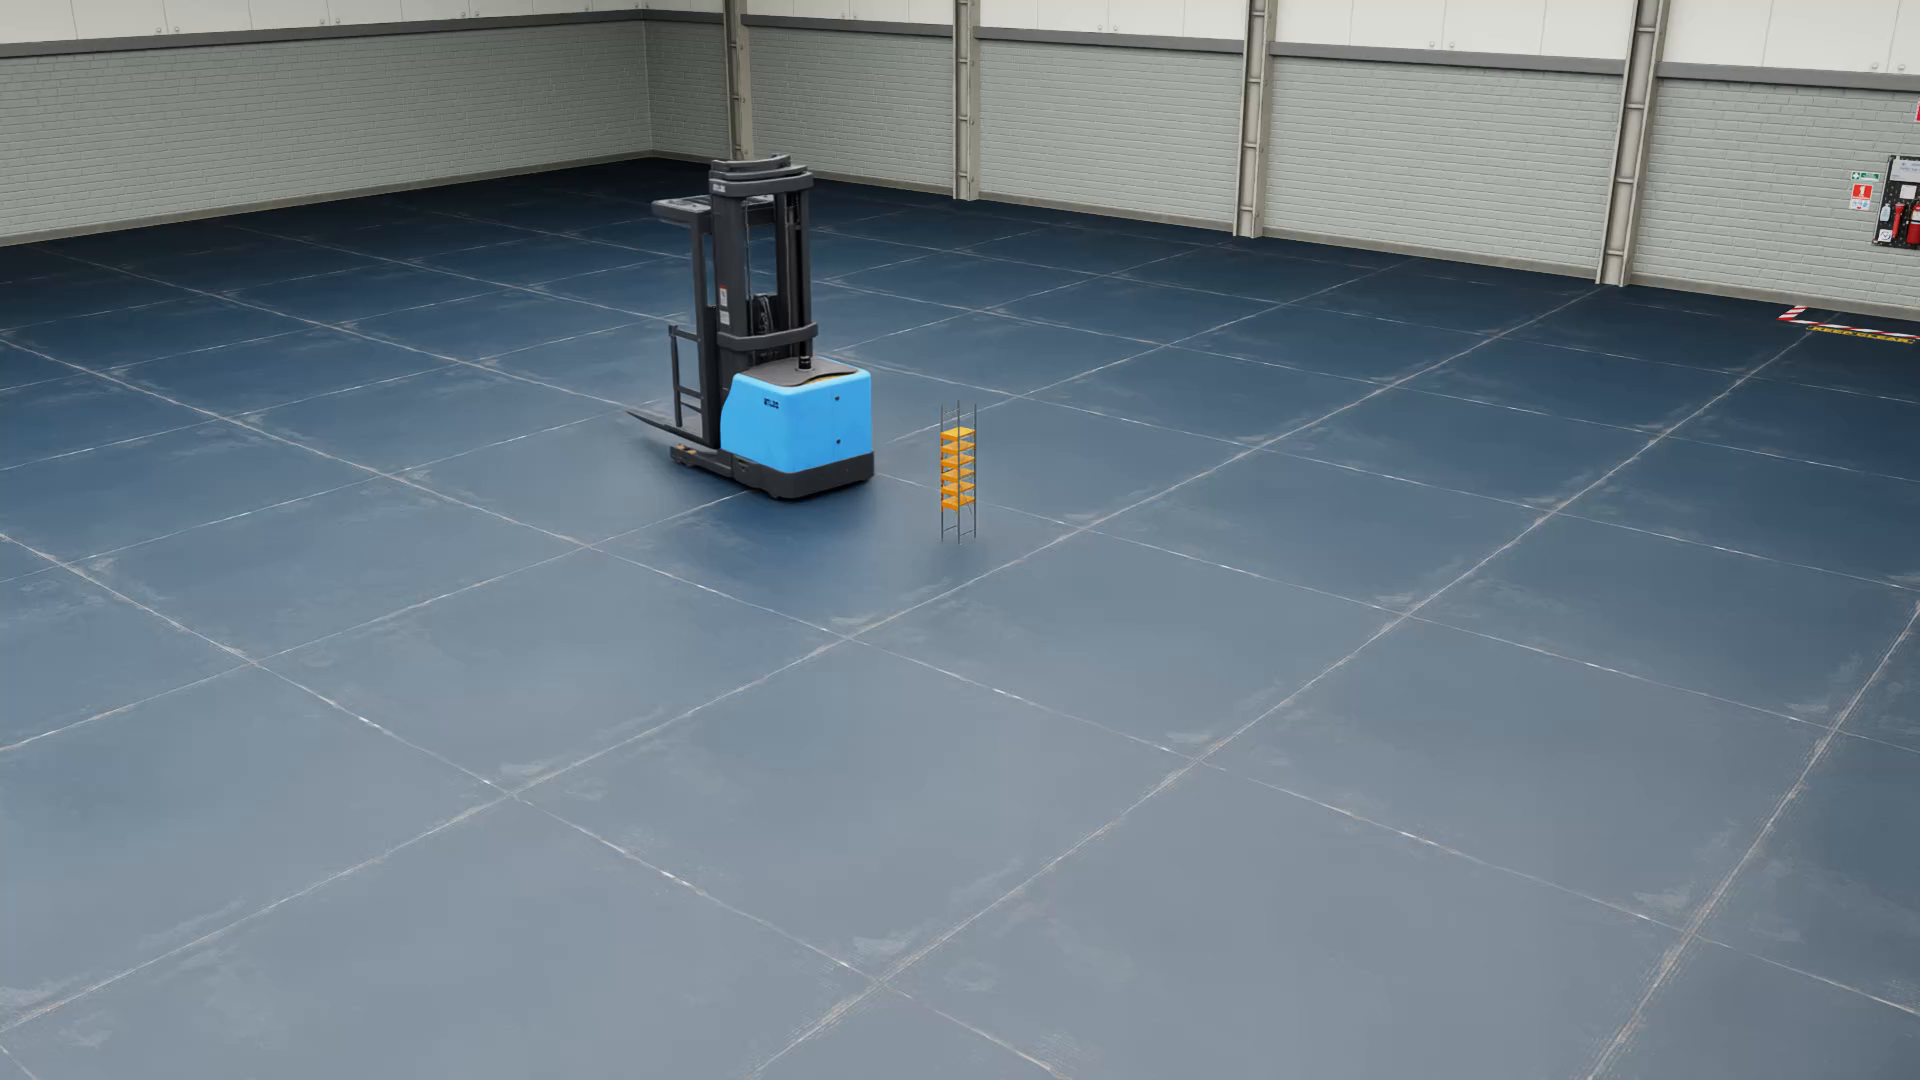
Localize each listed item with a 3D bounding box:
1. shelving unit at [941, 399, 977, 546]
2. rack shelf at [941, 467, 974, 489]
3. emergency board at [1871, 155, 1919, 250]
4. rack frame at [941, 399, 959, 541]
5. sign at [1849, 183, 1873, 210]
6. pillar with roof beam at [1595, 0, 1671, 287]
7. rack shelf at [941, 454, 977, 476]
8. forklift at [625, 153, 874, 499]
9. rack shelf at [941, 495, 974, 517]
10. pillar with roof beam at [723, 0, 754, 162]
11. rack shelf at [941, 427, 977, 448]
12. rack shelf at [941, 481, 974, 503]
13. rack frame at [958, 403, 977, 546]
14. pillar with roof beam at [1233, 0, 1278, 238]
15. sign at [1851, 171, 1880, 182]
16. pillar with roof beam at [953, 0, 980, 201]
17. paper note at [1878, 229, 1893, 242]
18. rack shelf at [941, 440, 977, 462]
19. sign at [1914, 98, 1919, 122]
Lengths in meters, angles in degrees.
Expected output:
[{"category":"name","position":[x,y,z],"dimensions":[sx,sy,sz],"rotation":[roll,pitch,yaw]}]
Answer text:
[{"category":"shelving unit","position":[-0.011,-0.565,13.967],"dimensions":[0.189,1.200,0.258],"rotation":[16,26,36]},{"category":"rack shelf","position":[-0.011,-0.523,13.983],"dimensions":[0.180,0.103,0.258],"rotation":[16,26,36]},{"category":"emergency board","position":[12.173,-4.328,21.395],"dimensions":[0.643,1.169,0.194],"rotation":[16,26,36]},{"category":"rack frame","position":[-0.082,-0.585,14.021],"dimensions":[0.006,1.200,0.240],"rotation":[16,26,36]},{"category":"sign","position":[11.810,-4.496,21.791],"dimensions":[0.234,0.329,0.001],"rotation":[16,26,36]},{"category":"pillar with roof beam","position":[6.693,-6.735,19.276],"dimensions":[0.400,9.000,9.100],"rotation":[16,26,36]},{"category":"rack shelf","position":[-0.011,-0.635,13.941],"dimensions":[0.180,0.103,0.258],"rotation":[16,26,36]},{"category":"forklift","position":[-2.168,-2.180,15.798],"dimensions":[1.130,2.935,3.031],"rotation":[-18,27,-39]},{"category":"rack shelf","position":[-0.011,-0.298,14.068],"dimensions":[0.180,0.103,0.258],"rotation":[16,26,36]},{"category":"pillar with roof beam","position":[-7.252,-10.751,29.925],"dimensions":[0.400,9.000,9.100],"rotation":[16,26,36]},{"category":"rack shelf","position":[-0.011,-0.860,13.856],"dimensions":[0.180,0.103,0.258],"rotation":[16,26,36]},{"category":"rack shelf","position":[-0.011,-0.411,14.025],"dimensions":[0.180,0.103,0.258],"rotation":[16,26,36]},{"category":"rack frame","position":[0.060,-0.544,13.913],"dimensions":[0.006,1.200,0.240],"rotation":[16,26,36]},{"category":"pillar with roof beam","position":[2.044,-8.073,22.826],"dimensions":[0.400,9.000,9.100],"rotation":[16,26,36]},{"category":"sign","position":[11.808,-4.740,21.688],"dimensions":[0.331,0.109,0.001],"rotation":[16,26,36]},{"category":"pillar with roof beam","position":[-2.604,-9.412,26.376],"dimensions":[0.400,9.000,9.100],"rotation":[16,26,36]},{"category":"paper note","position":[12.079,-3.974,21.706],"dimensions":[0.142,0.148,0.016],"rotation":[16,26,36]},{"category":"rack shelf","position":[-0.011,-0.748,13.898],"dimensions":[0.180,0.103,0.258],"rotation":[16,26,36]},{"category":"sign","position":[12.230,-5.441,21.063],"dimensions":[0.199,0.298,0.001],"rotation":[16,26,36]}]
